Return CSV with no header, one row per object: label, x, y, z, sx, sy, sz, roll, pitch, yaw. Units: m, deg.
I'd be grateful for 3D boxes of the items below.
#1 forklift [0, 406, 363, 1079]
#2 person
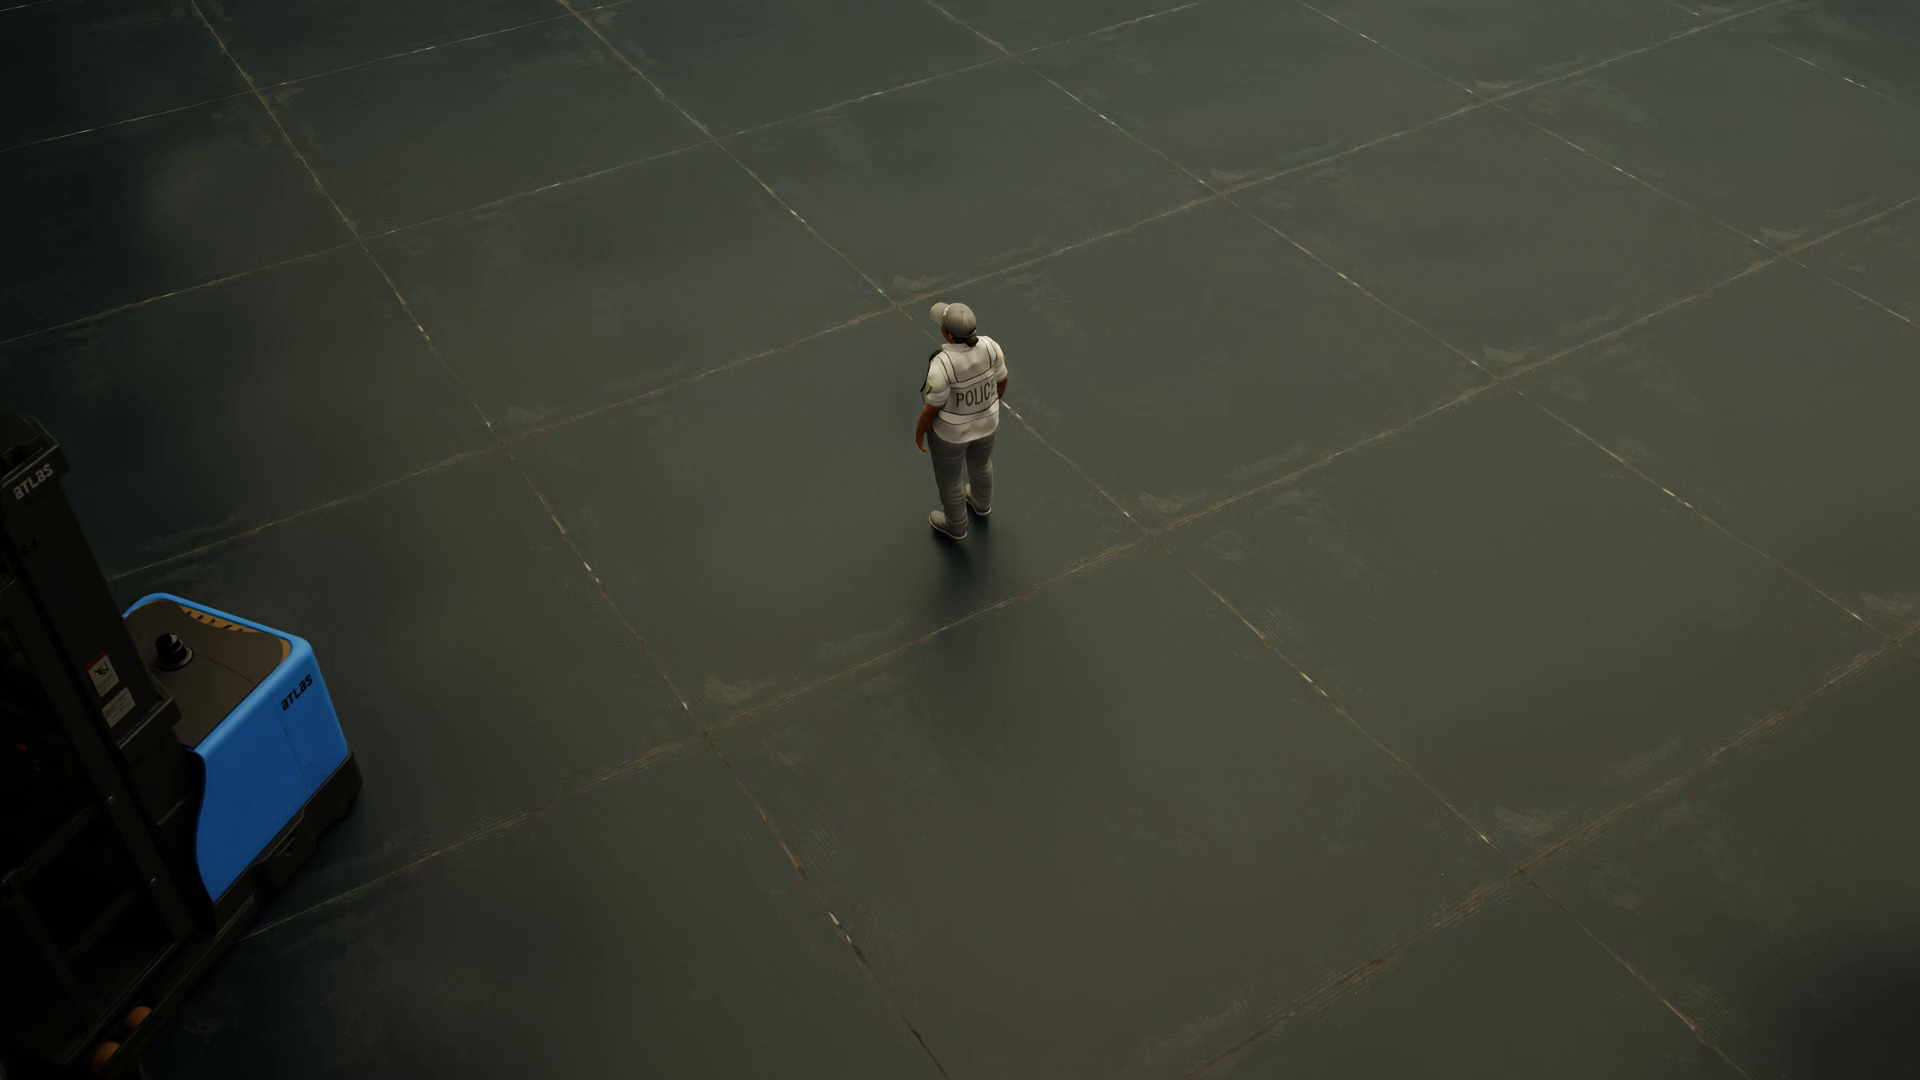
forklift,-4.103,0.961,6.771,1.130,2.935,3.031,15,43,17
person,-0.022,-0.714,9.577,0.598,1.670,0.529,-23,46,-24
